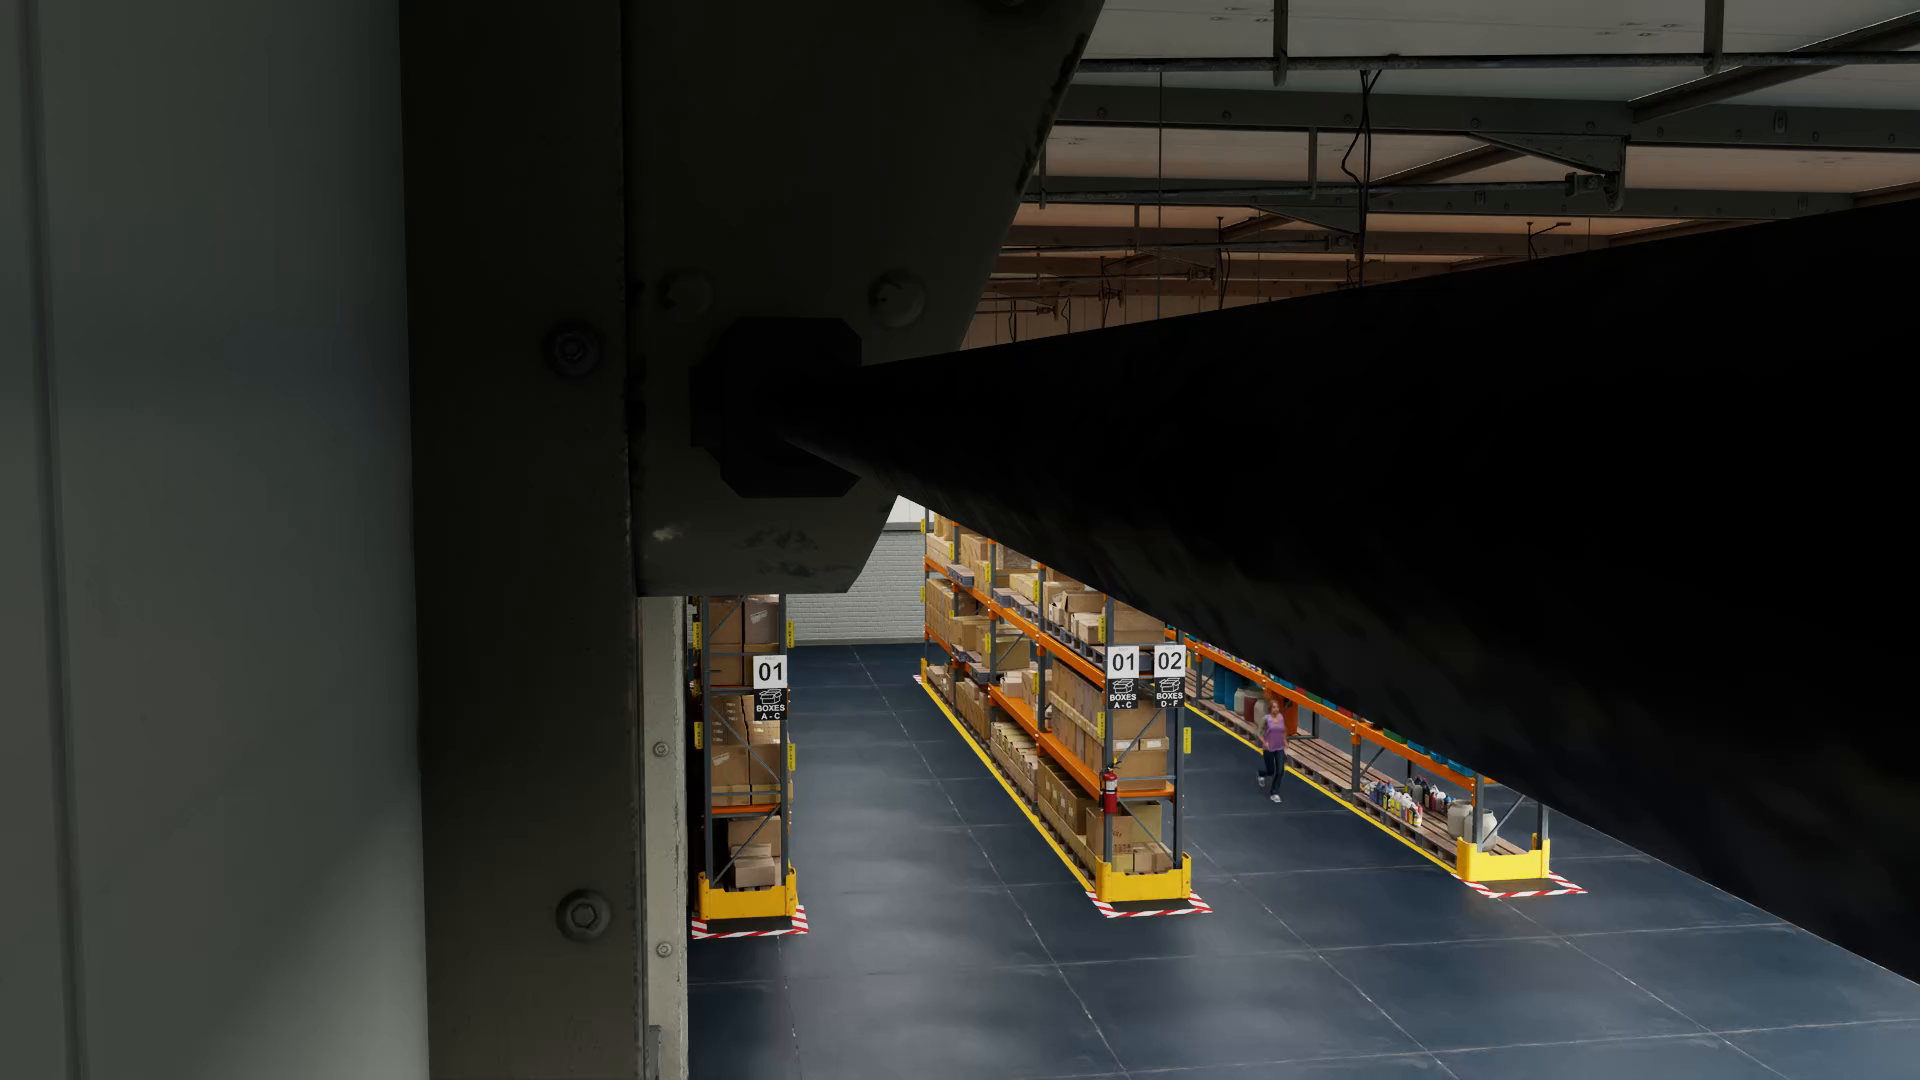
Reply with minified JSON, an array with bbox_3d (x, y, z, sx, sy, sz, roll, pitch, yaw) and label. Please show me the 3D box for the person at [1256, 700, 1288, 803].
[{"bbox_3d":[4.880,3.273,25.990,0.542,1.573,0.694,-1,5,-13],"label":"person"}]
